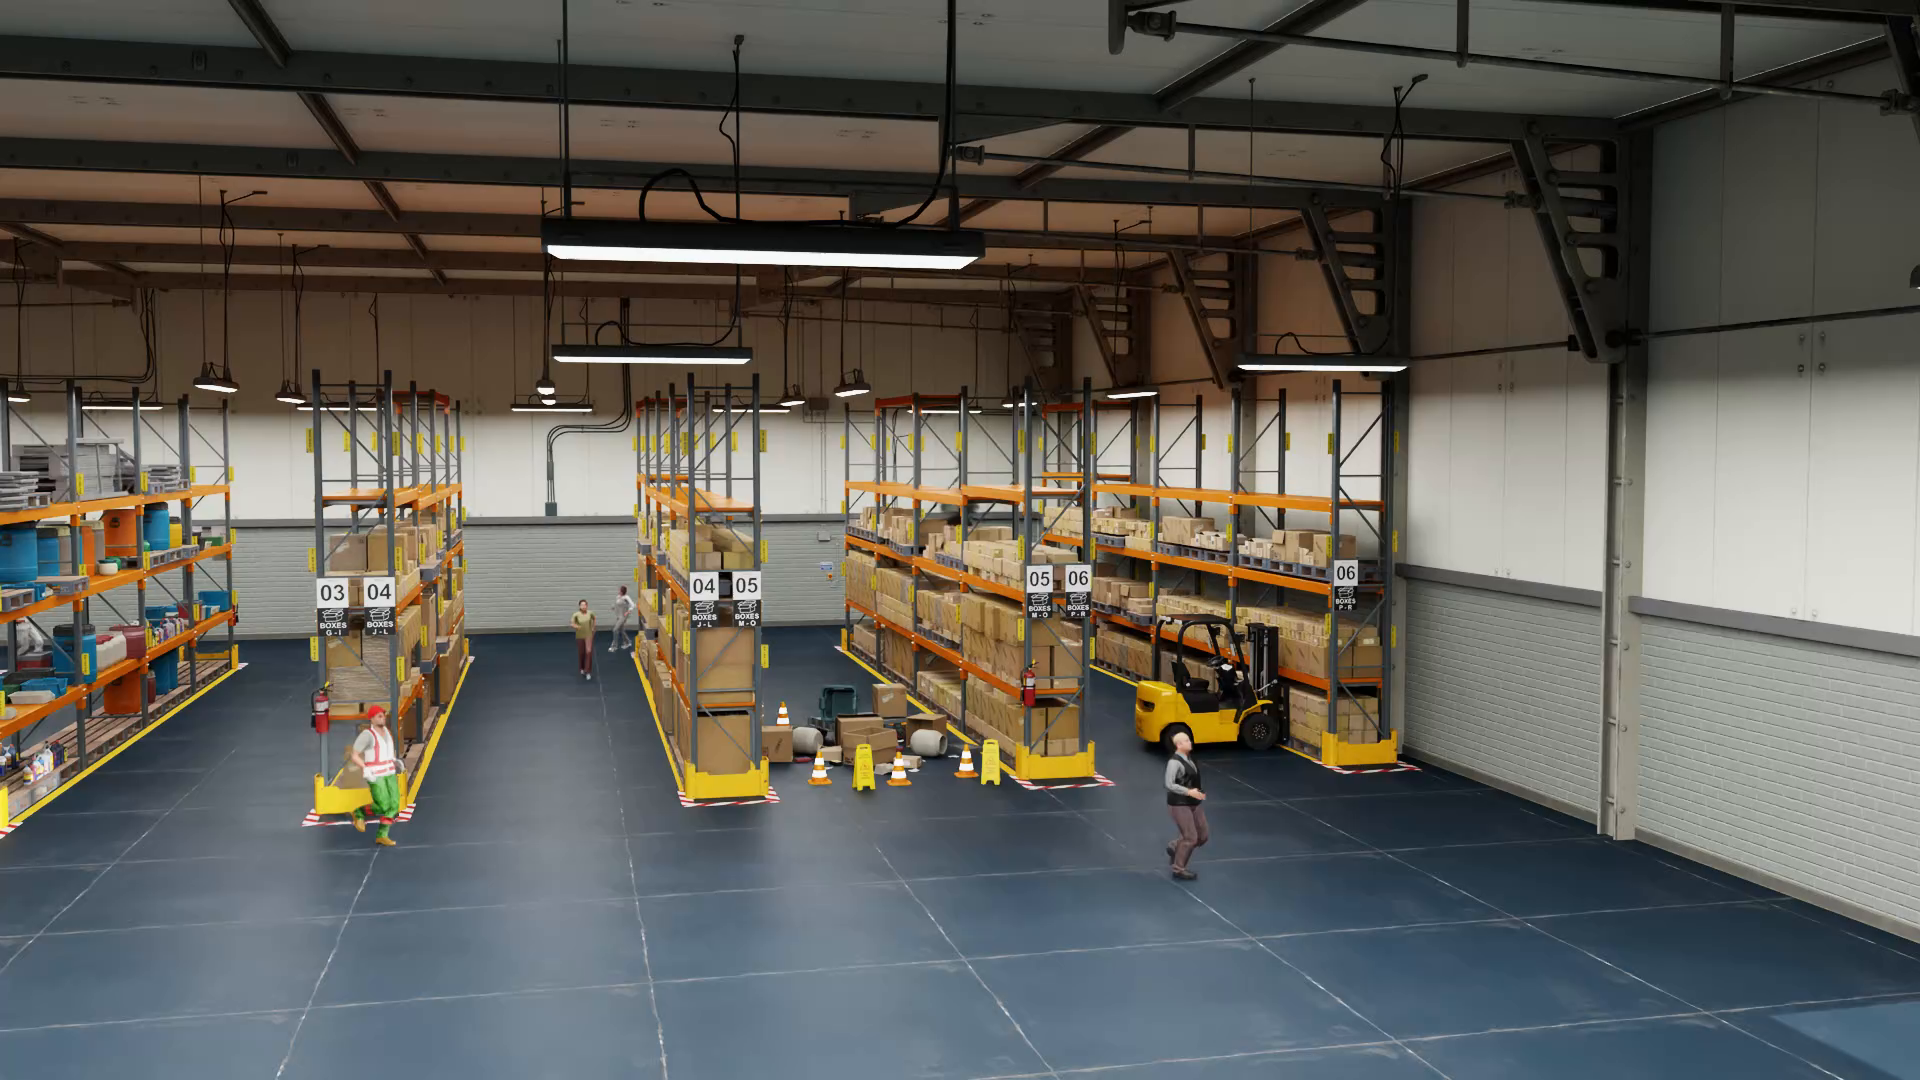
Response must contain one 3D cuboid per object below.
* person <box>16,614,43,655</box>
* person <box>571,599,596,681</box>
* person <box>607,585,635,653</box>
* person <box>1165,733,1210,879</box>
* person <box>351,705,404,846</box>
[{"bbox_3d":[-20.627,1.987,36.712,0.821,1.780,0.672,1,3,19],"label":"person"},{"bbox_3d":[-8.045,2.110,35.538,0.531,1.700,0.882,-1,3,-11],"label":"person"},{"bbox_3d":[-8.145,1.898,40.009,0.657,1.617,0.594,-3,4,-40],"label":"person"},{"bbox_3d":[2.615,3.054,19.150,0.597,1.674,0.654,2,4,32],"label":"person"},{"bbox_3d":[-7.312,2.938,20.820,0.605,1.748,0.666,1,4,23],"label":"person"}]
